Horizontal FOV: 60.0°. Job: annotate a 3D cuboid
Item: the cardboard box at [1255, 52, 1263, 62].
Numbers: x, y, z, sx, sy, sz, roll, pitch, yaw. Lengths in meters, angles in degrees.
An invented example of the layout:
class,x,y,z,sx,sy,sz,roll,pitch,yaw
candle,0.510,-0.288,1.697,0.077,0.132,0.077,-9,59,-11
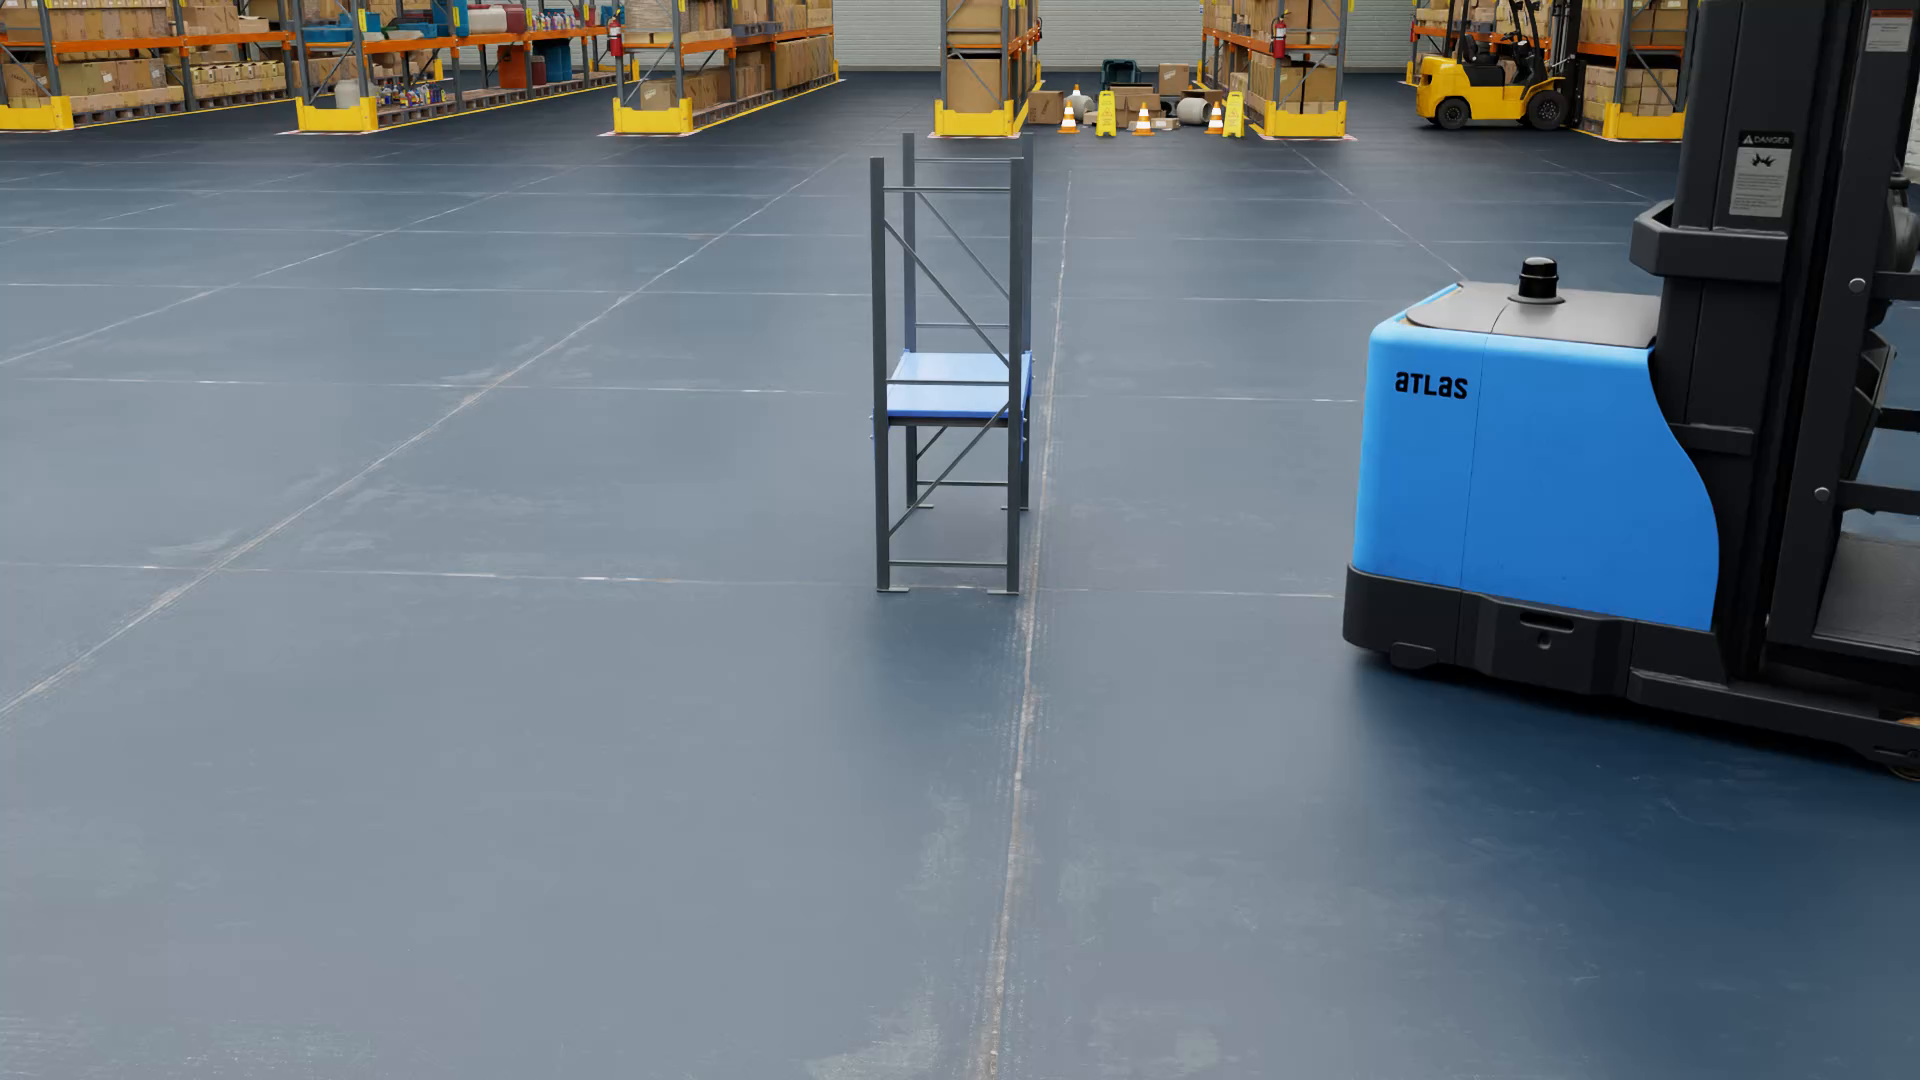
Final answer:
class,x,y,z,sx,sy,sz,roll,pitch,yaw
cardboard box,5.032,-7.906,27.228,0.380,0.149,0.250,2,18,6

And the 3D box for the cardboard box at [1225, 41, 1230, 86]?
class,x,y,z,sx,sy,sz,roll,pitch,yaw
cardboard box,5.999,-9.922,34.623,0.875,0.875,0.875,2,18,6

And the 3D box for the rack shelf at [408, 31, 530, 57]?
class,x,y,z,sx,sy,sz,roll,pitch,yaw
rack shelf,-9.234,-9.333,31.245,1.077,0.370,4.000,1,18,4

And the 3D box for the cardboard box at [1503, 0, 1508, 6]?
class,x,y,z,sx,sy,sz,roll,pitch,yaw
cardboard box,10.350,-10.035,31.030,0.380,0.149,0.250,2,18,5

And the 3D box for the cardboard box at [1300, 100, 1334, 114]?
class,x,y,z,sx,sy,sz,roll,pitch,yaw
cardboard box,5.494,-6.617,25.542,0.500,0.250,0.500,1,18,3

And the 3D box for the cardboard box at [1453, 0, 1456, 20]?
class,x,y,z,sx,sy,sz,roll,pitch,yaw
cardboard box,10.714,-11.199,34.949,0.700,0.500,0.500,2,18,5

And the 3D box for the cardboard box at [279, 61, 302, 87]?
class,x,y,z,sx,sy,sz,roll,pitch,yaw
cardboard box,-13.714,-9.564,34.103,0.500,0.500,0.500,2,18,6

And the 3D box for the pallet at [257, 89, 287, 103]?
class,x,y,z,sx,sy,sz,roll,pitch,yaw
pallet,-14.129,-8.828,33.026,1.003,0.211,1.213,1,18,4

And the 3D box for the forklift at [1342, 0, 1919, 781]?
class,x,y,z,sx,sy,sz,roll,pitch,yaw
forklift,2.742,-0.906,4.482,3.031,2.935,1.130,10,21,29

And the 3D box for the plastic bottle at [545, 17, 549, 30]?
class,x,y,z,sx,sy,sz,roll,pitch,yaw
plastic bottle,-8.619,-10.757,34.640,0.097,0.271,0.097,0,18,0

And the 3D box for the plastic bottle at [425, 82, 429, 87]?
class,x,y,z,sx,sy,sz,roll,pitch,yaw
plastic bottle,-9.280,-7.801,28.961,0.144,0.351,0.185,1,18,4

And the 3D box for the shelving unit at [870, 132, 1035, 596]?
class,x,y,z,sx,sy,sz,roll,pitch,yaw
shelving unit,-0.006,-0.686,6.109,0.538,1.500,1.048,1,18,4

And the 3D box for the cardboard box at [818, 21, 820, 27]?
class,x,y,z,sx,sy,sz,roll,pitch,yaw
cardboard box,-3.419,-11.796,38.008,0.380,0.149,0.250,1,18,5

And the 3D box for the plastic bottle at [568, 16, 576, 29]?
class,x,y,z,sx,sy,sz,roll,pitch,yaw
plastic bottle,-8.510,-11.350,36.444,0.152,0.276,0.135,1,18,4

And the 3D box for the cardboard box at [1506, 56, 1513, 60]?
class,x,y,z,sx,sy,sz,roll,pitch,yaw
cardboard box,11.017,-9.491,32.869,0.380,0.149,0.250,2,18,5

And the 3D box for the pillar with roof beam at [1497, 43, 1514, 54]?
class,x,y,z,sx,sy,sz,roll,pitch,yaw
pillar with roof beam,7.627,-14.240,35.431,9.100,9.000,0.400,1,18,4

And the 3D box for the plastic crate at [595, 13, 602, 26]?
class,x,y,z,sx,sy,sz,roll,pitch,yaw
plastic crate,-8.511,-11.981,38.264,0.437,0.282,0.530,1,18,4

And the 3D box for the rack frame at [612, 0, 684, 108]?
class,x,y,z,sx,sy,sz,roll,pitch,yaw
rack frame,-4.724,-7.701,25.109,1.000,3.000,0.127,1,18,4

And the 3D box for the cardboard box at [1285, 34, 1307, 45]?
class,x,y,z,sx,sy,sz,roll,pitch,yaw
cardboard box,4.974,-7.482,24.842,0.380,0.149,0.250,2,18,6

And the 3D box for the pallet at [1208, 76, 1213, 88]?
class,x,y,z,sx,sy,sz,roll,pitch,yaw
pallet,6.238,-10.496,38.117,1.003,0.211,1.213,1,18,4

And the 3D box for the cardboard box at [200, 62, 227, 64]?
class,x,y,z,sx,sy,sz,roll,pitch,yaw
cardboard box,-14.430,-9.090,32.187,0.500,0.311,0.500,1,18,2

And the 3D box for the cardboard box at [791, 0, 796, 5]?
class,x,y,z,sx,sy,sz,roll,pitch,yaw
cardboard box,-3.902,-11.754,35.705,0.797,0.503,0.637,1,18,2

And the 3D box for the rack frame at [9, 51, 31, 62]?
class,x,y,z,sx,sy,sz,roll,pitch,yaw
rack frame,-18.973,-10.518,33.704,1.000,3.000,0.127,1,18,4

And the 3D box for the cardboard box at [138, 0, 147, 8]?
class,x,y,z,sx,sy,sz,roll,pitch,yaw
cardboard box,-14.178,-9.193,28.458,0.380,0.149,0.250,1,18,4

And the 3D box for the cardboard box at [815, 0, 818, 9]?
class,x,y,z,sx,sy,sz,roll,pitch,yaw
cardboard box,-3.499,-12.312,37.739,0.500,0.500,0.500,1,18,2

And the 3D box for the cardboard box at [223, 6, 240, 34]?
class,x,y,z,sx,sy,sz,roll,pitch,yaw
cardboard box,-14.135,-9.934,31.763,0.500,0.500,0.500,0,18,1

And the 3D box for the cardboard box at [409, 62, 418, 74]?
class,x,y,z,sx,sy,sz,roll,pitch,yaw
cardboard box,-13.349,-11.326,39.882,0.500,0.250,0.500,1,18,4

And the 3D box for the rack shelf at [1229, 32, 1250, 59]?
class,x,y,z,sx,sy,sz,roll,pitch,yaw
rack shelf,5.590,-9.002,30.233,1.077,0.370,4.000,1,18,4

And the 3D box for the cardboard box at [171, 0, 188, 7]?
class,x,y,z,sx,sy,sz,roll,pitch,yaw
cardboard box,-18.573,-12.297,38.653,0.980,0.700,0.700,1,18,3

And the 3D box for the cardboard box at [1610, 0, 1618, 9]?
class,x,y,z,sx,sy,sz,roll,pitch,yaw
cardboard box,9.845,-7.920,24.574,0.380,0.149,0.250,2,18,5

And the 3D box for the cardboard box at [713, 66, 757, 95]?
class,x,y,z,sx,sy,sz,roll,pitch,yaw
cardboard box,-4.240,-8.650,31.311,0.700,0.500,0.500,3,18,9

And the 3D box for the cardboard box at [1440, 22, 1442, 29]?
class,x,y,z,sx,sy,sz,roll,pitch,yaw
cardboard box,10.780,-11.326,36.575,0.380,0.149,0.250,2,18,5

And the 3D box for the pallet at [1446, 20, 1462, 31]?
class,x,y,z,sx,sy,sz,roll,pitch,yaw
pallet,10.806,-10.760,34.753,1.003,0.211,1.213,1,18,4

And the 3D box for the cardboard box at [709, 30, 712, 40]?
class,x,y,z,sx,sy,sz,roll,pitch,yaw
cardboard box,-4.282,-8.285,27.295,0.380,0.149,0.250,1,18,4

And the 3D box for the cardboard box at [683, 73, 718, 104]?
class,x,y,z,sx,sy,sz,roll,pitch,yaw
cardboard box,-4.506,-7.832,28.848,0.500,0.500,0.500,1,18,2

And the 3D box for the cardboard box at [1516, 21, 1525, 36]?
class,x,y,z,sx,sy,sz,roll,pitch,yaw
cardboard box,10.299,-9.174,29.845,0.500,0.250,0.500,2,18,6

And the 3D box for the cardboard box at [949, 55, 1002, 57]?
class,x,y,z,sx,sy,sz,roll,pitch,yaw
cardboard box,0.259,-7.234,26.422,0.875,0.875,0.875,1,18,3

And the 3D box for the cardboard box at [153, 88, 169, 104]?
class,x,y,z,sx,sy,sz,roll,pitch,yaw
cardboard box,-14.179,-7.755,29.014,0.500,0.250,0.500,1,18,4

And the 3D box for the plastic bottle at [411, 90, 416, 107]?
class,x,y,z,sx,sy,sz,roll,pitch,yaw
plastic bottle,-9.192,-7.418,27.919,0.097,0.271,0.097,0,18,0

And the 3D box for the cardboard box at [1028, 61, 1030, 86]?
class,x,y,z,sx,sy,sz,roll,pitch,yaw
cardboard box,1.196,-9.744,34.682,0.500,0.500,0.500,1,18,3

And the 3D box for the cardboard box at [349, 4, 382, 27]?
class,x,y,z,sx,sy,sz,roll,pitch,yaw
cardboard box,-13.436,-11.850,37.610,0.500,0.500,0.500,2,18,5

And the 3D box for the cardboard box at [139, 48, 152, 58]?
class,x,y,z,sx,sy,sz,roll,pitch,yaw
cardboard box,-18.603,-10.733,37.140,0.750,0.750,0.750,1,18,5

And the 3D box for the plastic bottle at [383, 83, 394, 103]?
class,x,y,z,sx,sy,sz,roll,pitch,yaw
plastic bottle,-9.863,-7.704,28.666,0.144,0.351,0.185,1,18,2

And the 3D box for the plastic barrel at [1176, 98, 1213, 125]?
class,x,y,z,sx,sy,sz,roll,pitch,yaw
plastic barrel,3.798,-6.931,26.896,0.512,0.421,0.421,17,25,41

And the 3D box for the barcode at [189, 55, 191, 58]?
class,x,y,z,sx,sy,sz,roll,pitch,yaw
barcode,-13.885,-8.713,29.963,0.001,0.075,0.075,1,18,4

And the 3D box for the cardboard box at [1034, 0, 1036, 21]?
class,x,y,z,sx,sy,sz,roll,pitch,yaw
cardboard box,1.463,-11.933,37.384,0.500,0.500,0.500,1,18,3

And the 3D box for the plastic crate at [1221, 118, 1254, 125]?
class,x,y,z,sx,sy,sz,roll,pitch,yaw
plastic crate,4.517,-6.866,27.247,0.402,0.080,0.583,-5,19,-15

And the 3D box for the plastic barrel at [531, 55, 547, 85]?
class,x,y,z,sx,sy,sz,roll,pitch,yaw
plastic barrel,-8.992,-9.853,34.874,0.600,0.588,0.708,1,18,4

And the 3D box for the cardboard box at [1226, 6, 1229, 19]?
class,x,y,z,sx,sy,sz,roll,pitch,yaw
cardboard box,5.548,-10.446,32.925,0.500,0.250,0.500,1,18,2

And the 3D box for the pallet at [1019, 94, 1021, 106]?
class,x,y,z,sx,sy,sz,roll,pitch,yaw
pallet,0.658,-8.475,31.950,1.003,0.211,1.213,1,18,4

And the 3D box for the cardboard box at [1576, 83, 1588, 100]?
class,x,y,z,sx,sy,sz,roll,pitch,yaw
cardboard box,9.897,-6.975,25.832,0.500,0.250,0.500,1,18,3

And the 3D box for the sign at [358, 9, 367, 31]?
class,x,y,z,sx,sy,sz,roll,pitch,yaw
sign,-9.116,-7.930,25.362,0.100,0.325,0.005,1,18,4

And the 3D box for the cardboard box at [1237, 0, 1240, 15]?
class,x,y,z,sx,sy,sz,roll,pitch,yaw
cardboard box,5.440,-10.056,30.984,0.500,0.500,0.500,2,18,7

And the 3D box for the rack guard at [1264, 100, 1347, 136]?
class,x,y,z,sx,sy,sz,roll,pitch,yaw
rack guard,5.166,-6.316,24.895,1.175,0.500,0.348,1,18,4

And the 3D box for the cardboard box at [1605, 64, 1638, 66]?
class,x,y,z,sx,sy,sz,roll,pitch,yaw
cardboard box,10.457,-7.353,26.181,0.500,0.250,0.500,1,18,3

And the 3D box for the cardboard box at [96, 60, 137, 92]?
class,x,y,z,sx,sy,sz,roll,pitch,yaw
cardboard box,-14.234,-7.800,27.948,0.500,0.500,0.500,1,18,4
